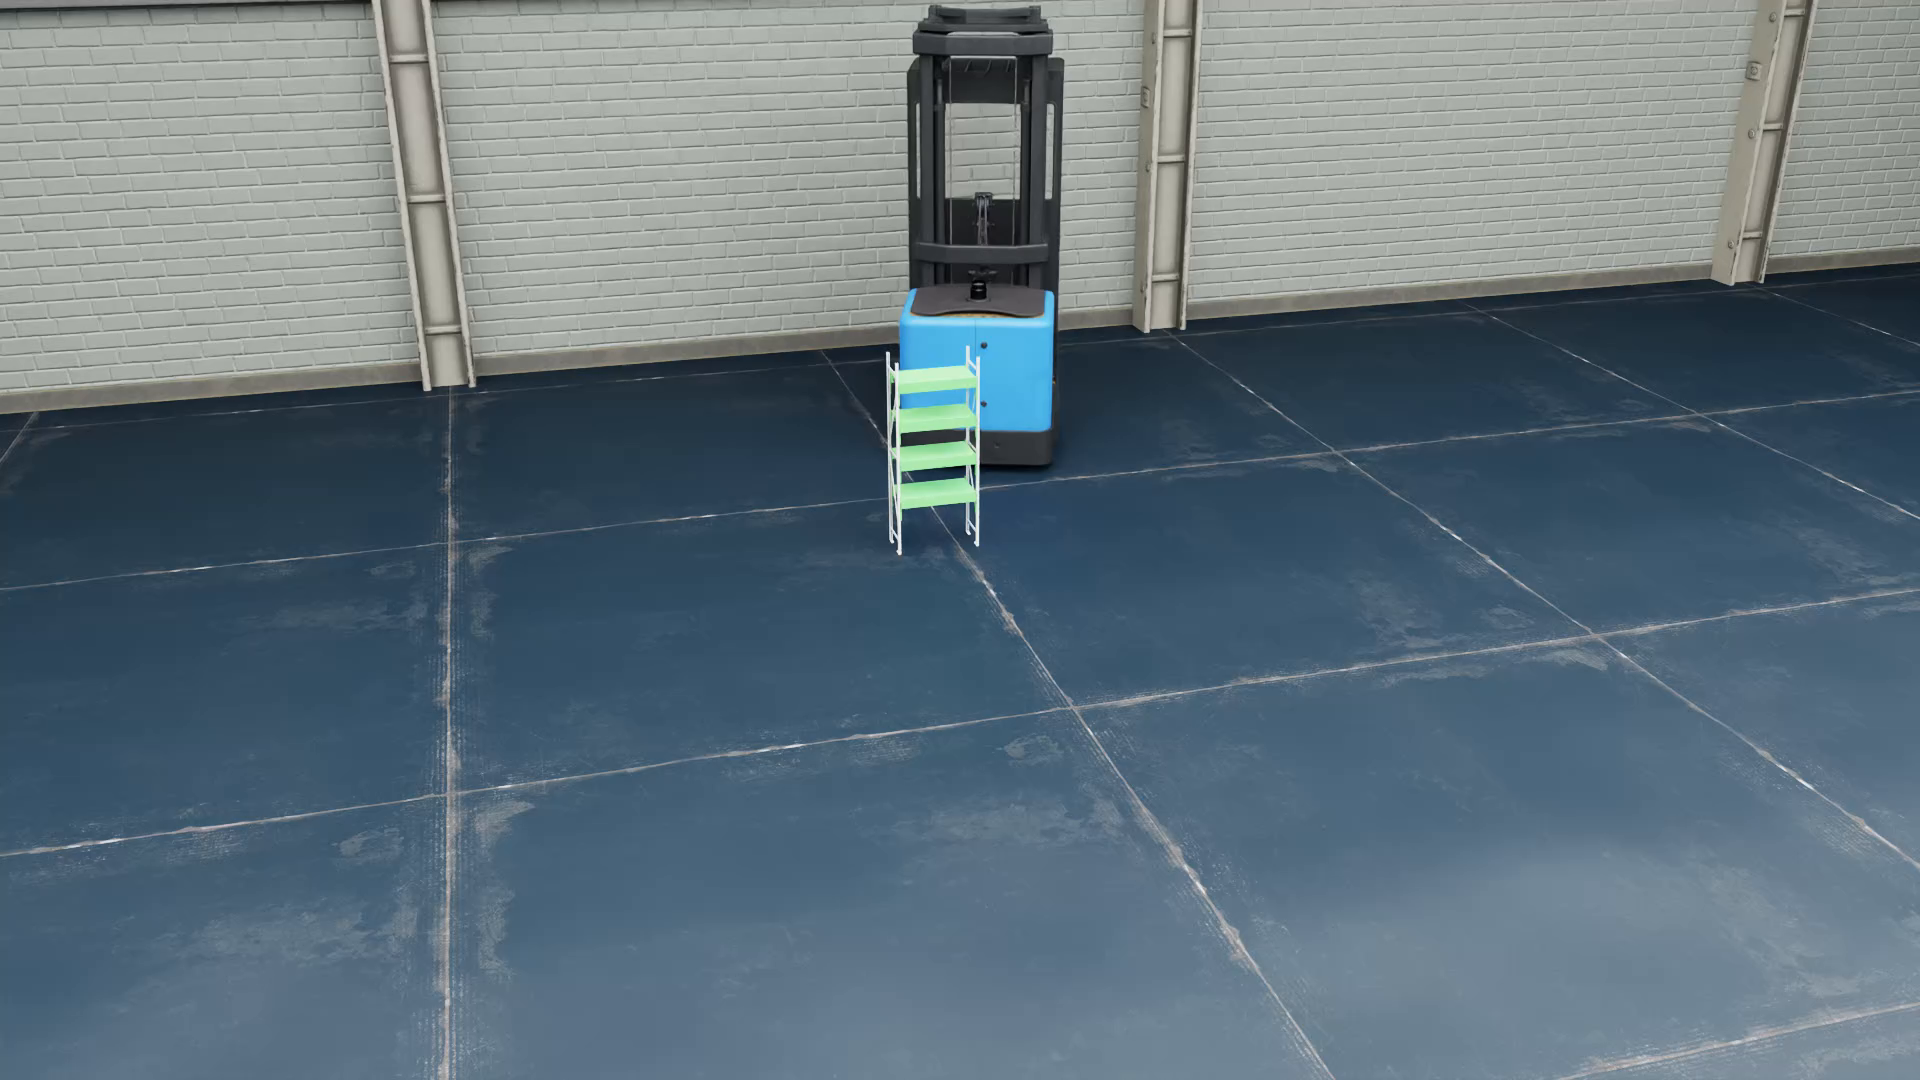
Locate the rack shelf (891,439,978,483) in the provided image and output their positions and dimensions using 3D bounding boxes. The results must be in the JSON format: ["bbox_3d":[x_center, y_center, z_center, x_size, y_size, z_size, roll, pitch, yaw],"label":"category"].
[{"bbox_3d":[-0.159,-0.475,9.997,0.480,0.148,0.258,-6,24,-14],"label":"rack shelf"}]

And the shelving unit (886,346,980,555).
[{"bbox_3d":[-0.159,-0.534,9.972,0.503,1.200,0.258,-6,24,-14],"label":"shelving unit"}]

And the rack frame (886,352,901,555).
[{"bbox_3d":[-0.394,-0.508,9.912,0.015,1.200,0.240,-6,24,-14],"label":"rack frame"}]

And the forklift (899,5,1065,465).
[{"bbox_3d":[0.190,-2.391,12.106,1.130,2.935,3.031,1,23,3],"label":"forklift"}]

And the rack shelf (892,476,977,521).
[{"bbox_3d":[-0.159,-0.254,10.092,0.480,0.148,0.258,-6,24,-14],"label":"rack shelf"}]

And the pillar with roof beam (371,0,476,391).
[{"bbox_3d":[-2.868,-3.742,7.559,0.400,9.000,9.100,-6,24,-14],"label":"pillar with roof beam"}]

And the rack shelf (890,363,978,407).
[{"bbox_3d":[-0.159,-0.916,9.808,0.480,0.148,0.258,-6,24,-14],"label":"rack shelf"}]

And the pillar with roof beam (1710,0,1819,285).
[{"bbox_3d":[8.686,-5.020,10.538,0.400,9.000,9.100,-6,24,-14],"label":"pillar with roof beam"}]

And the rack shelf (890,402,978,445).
[{"bbox_3d":[-0.159,-0.696,9.903,0.480,0.148,0.258,-6,24,-14],"label":"rack shelf"}]

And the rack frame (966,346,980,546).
[{"bbox_3d":[0.076,-0.560,10.033,0.015,1.200,0.240,-6,24,-14],"label":"rack frame"}]

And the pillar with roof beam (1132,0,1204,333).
[{"bbox_3d":[2.909,-4.381,9.049,0.400,9.000,9.100,-6,24,-14],"label":"pillar with roof beam"}]
